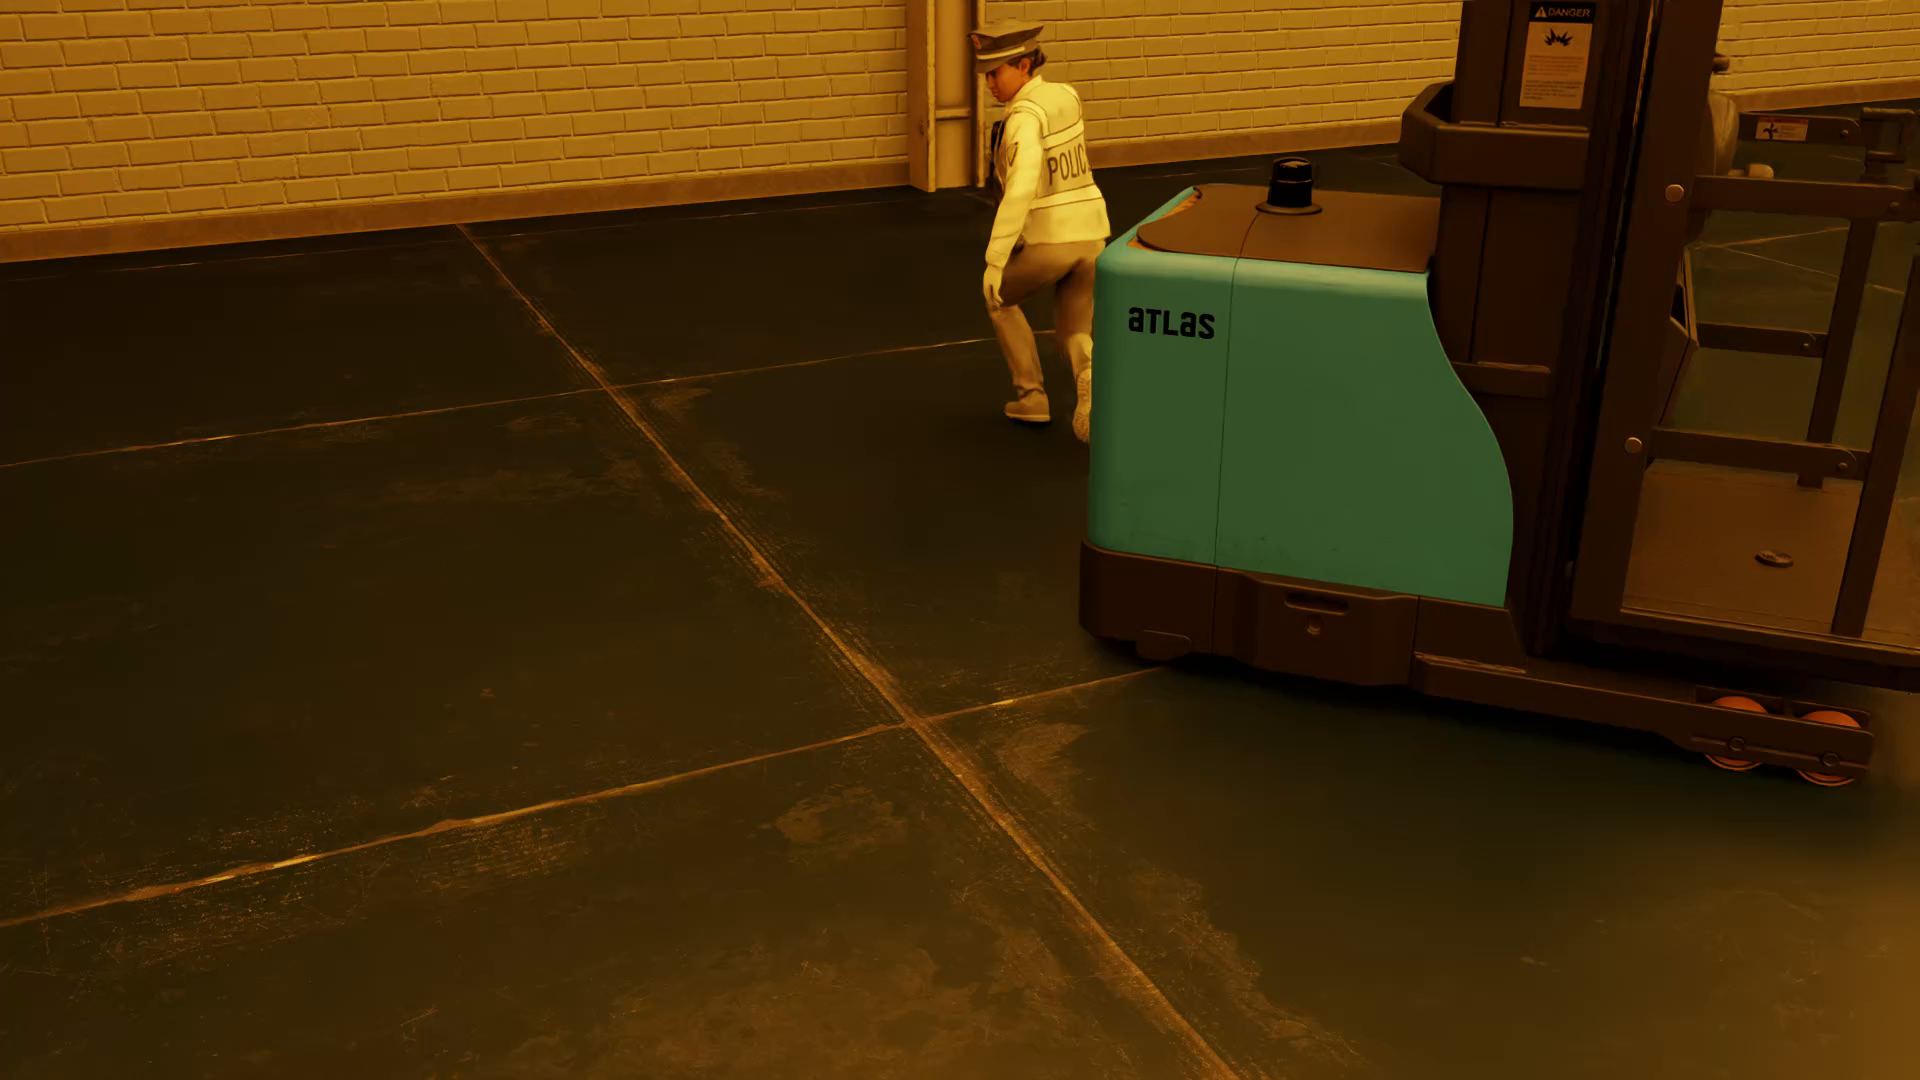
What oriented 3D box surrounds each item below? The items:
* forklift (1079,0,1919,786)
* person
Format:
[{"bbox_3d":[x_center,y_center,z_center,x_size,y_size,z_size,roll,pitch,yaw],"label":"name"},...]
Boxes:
[{"bbox_3d":[1.885,-1.027,3.759,3.031,2.935,1.130,8,24,19],"label":"forklift"},{"bbox_3d":[0.261,-1.053,5.813,0.573,1.452,0.775,-14,26,-30],"label":"person"}]
